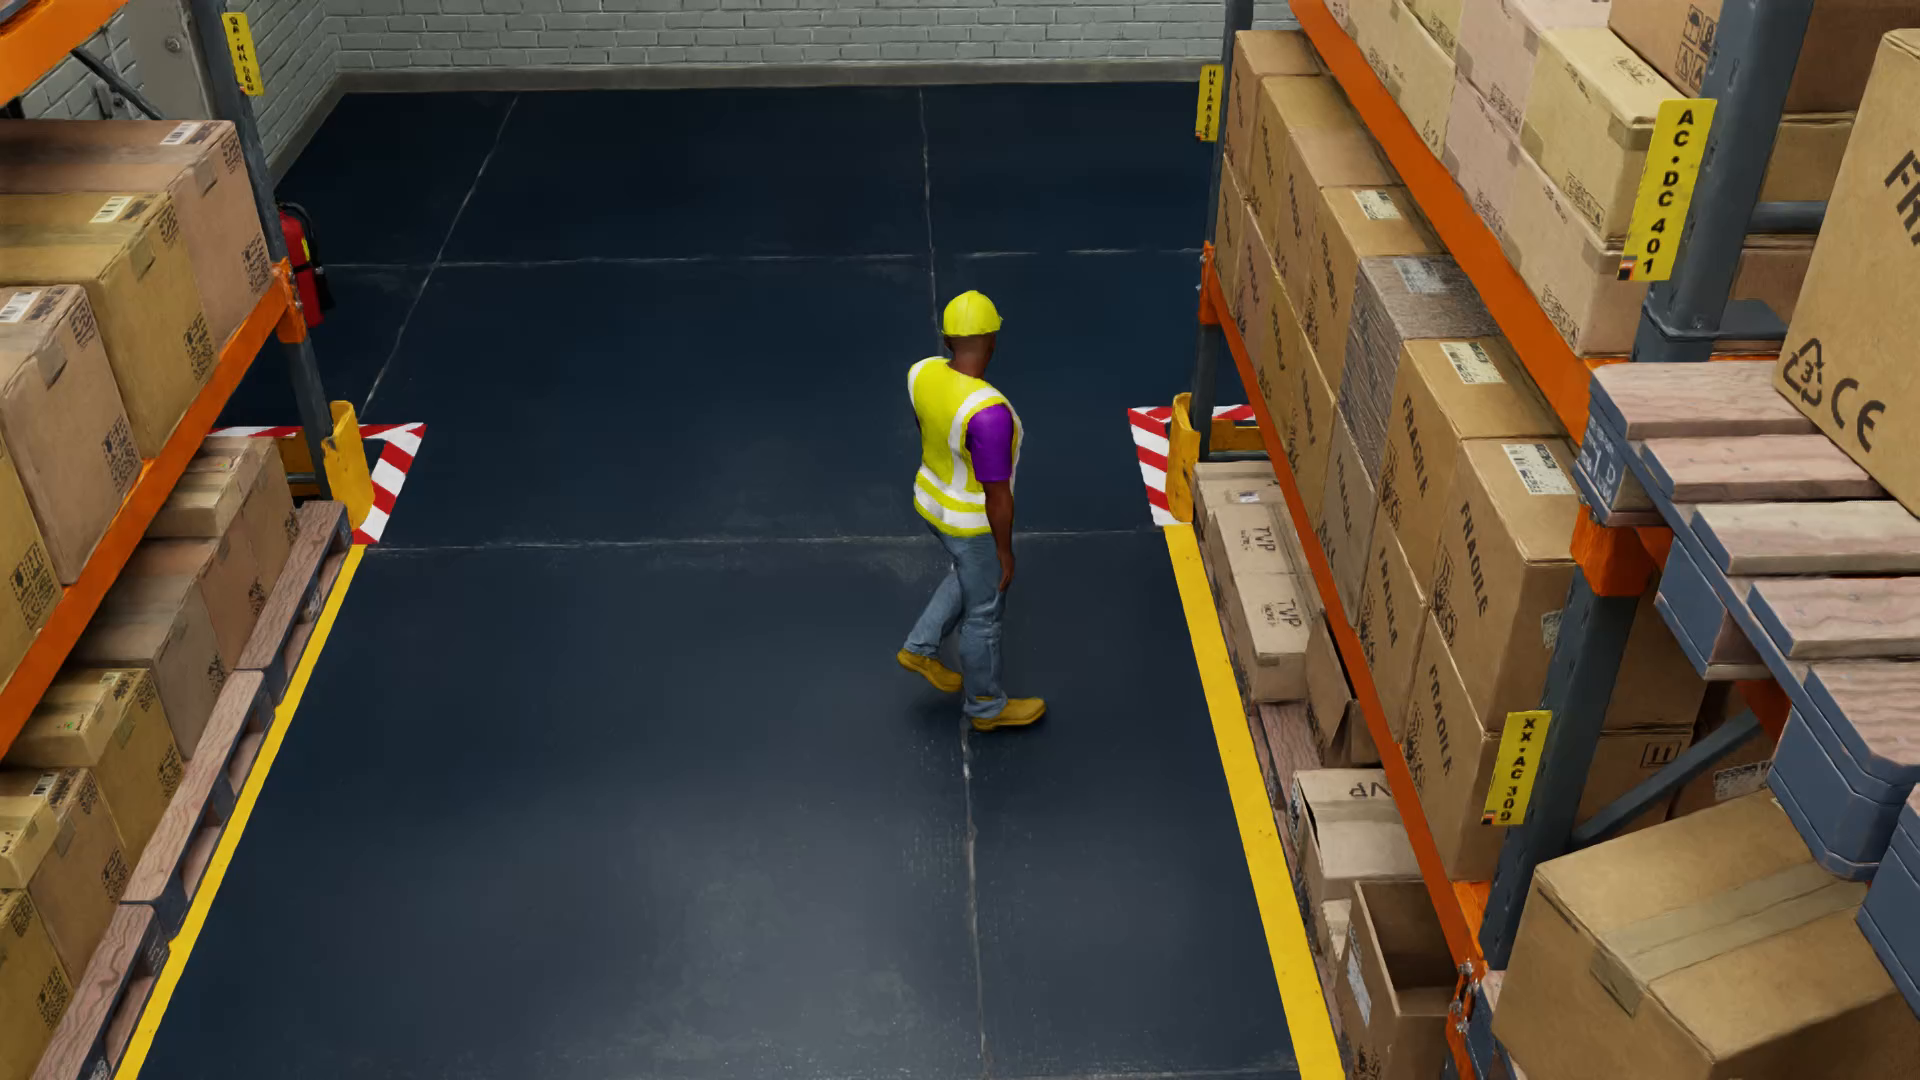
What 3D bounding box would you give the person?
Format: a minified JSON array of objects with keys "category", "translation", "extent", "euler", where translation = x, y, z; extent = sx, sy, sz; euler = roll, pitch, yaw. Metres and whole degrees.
[{"category":"person","translation":[0.002,-0.094,6.245],"extent":[0.494,1.758,0.635],"euler":[-18,39,-23]}]
